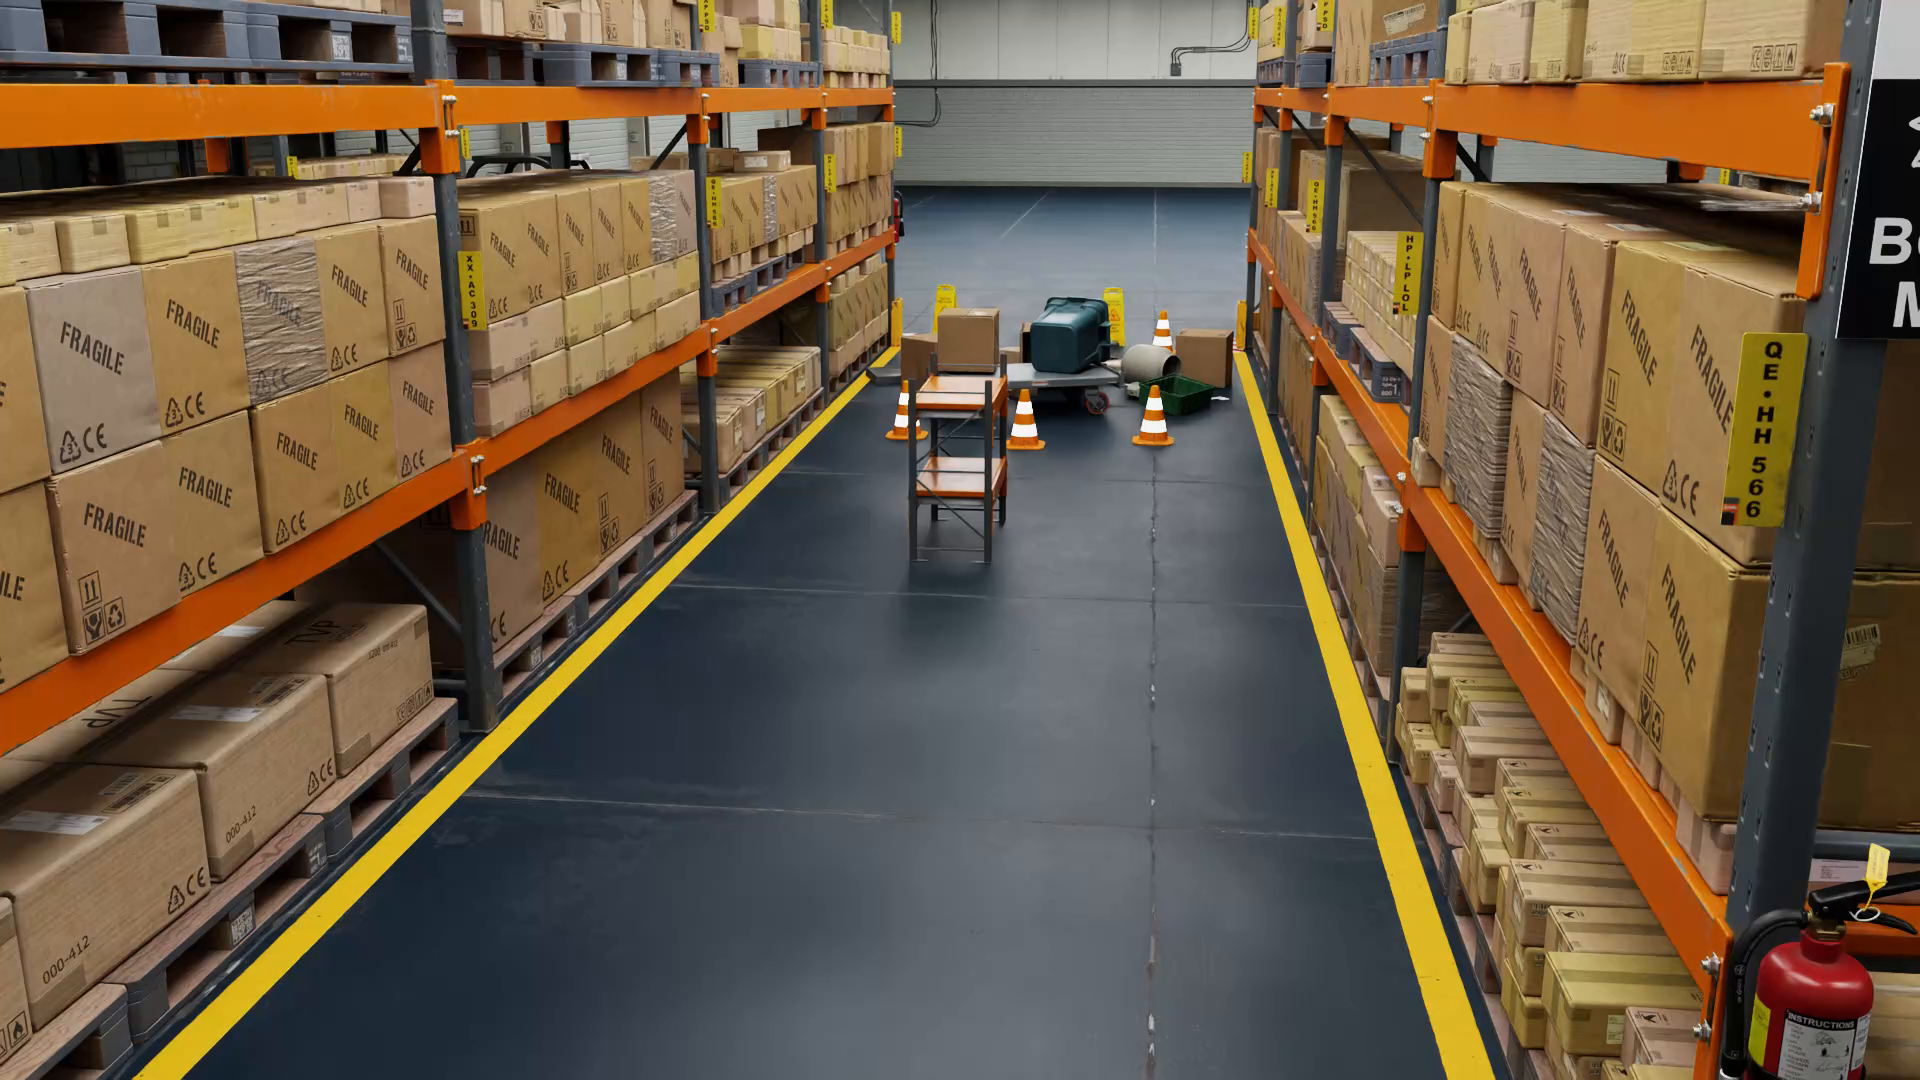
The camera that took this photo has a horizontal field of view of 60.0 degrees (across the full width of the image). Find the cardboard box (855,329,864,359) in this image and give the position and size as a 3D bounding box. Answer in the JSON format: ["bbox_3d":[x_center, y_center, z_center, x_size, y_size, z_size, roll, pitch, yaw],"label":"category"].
[{"bbox_3d":[-1.252,-1.976,16.688,0.500,0.250,0.500,1,15,6],"label":"cardboard box"}]

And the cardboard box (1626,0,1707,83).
[{"bbox_3d":[1.721,-1.081,3.456,0.500,0.250,0.500,2,15,6],"label":"cardboard box"}]

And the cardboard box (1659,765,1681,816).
[{"bbox_3d":[1.704,0.517,3.483,0.380,0.149,0.250,2,15,6],"label":"cardboard box"}]

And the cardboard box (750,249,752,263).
[{"bbox_3d":[-1.787,-2.154,12.559,0.380,0.149,0.250,2,15,8],"label":"cardboard box"}]

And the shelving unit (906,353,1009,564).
[{"bbox_3d":[-0.001,-0.541,10.509,0.538,1.125,1.048,2,15,6],"label":"shelving unit"}]

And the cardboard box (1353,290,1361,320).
[{"bbox_3d":[2.474,-1.354,9.601,0.380,0.149,0.250,2,15,9],"label":"cardboard box"}]

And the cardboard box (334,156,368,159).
[{"bbox_3d":[-6.551,-4.018,17.770,0.380,0.149,0.250,2,15,8],"label":"cardboard box"}]

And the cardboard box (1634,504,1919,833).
[{"bbox_3d":[1.677,0.236,3.280,0.500,0.500,0.500,2,15,7],"label":"cardboard box"}]

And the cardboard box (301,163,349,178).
[{"bbox_3d":[-6.204,-3.604,16.241,0.380,0.149,0.250,2,15,8],"label":"cardboard box"}]

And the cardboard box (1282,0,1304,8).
[{"bbox_3d":[2.961,-4.627,14.237,0.380,0.149,0.250,2,15,6],"label":"cardboard box"}]

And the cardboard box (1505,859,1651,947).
[{"bbox_3d":[1.746,1.023,4.650,0.380,0.149,0.250,2,15,8],"label":"cardboard box"}]

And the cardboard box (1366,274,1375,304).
[{"bbox_3d":[2.418,-1.358,9.046,0.380,0.149,0.250,2,15,6],"label":"cardboard box"}]

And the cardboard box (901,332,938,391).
[{"bbox_3d":[-0.221,-1.712,16.030,0.500,0.500,0.500,-14,20,-42],"label":"cardboard box"}]

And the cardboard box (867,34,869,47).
[{"bbox_3d":[-1.145,-5.135,17.114,0.380,0.149,0.250,2,15,7],"label":"cardboard box"}]

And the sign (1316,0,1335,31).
[{"bbox_3d":[2.234,-3.277,10.145,0.100,0.325,0.005,2,15,6],"label":"sign"}]

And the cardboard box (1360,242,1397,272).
[{"bbox_3d":[2.450,-1.575,9.277,0.380,0.149,0.250,1,15,4],"label":"cardboard box"}]

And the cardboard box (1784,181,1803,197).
[{"bbox_3d":[8.479,-3.213,16.038,0.875,0.500,0.500,2,15,6],"label":"cardboard box"}]

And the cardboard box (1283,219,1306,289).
[{"bbox_3d":[2.794,-2.219,12.931,0.500,0.500,0.500,2,15,6],"label":"cardboard box"}]

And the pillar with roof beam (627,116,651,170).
[{"bbox_3d":[-1.517,-9.590,28.887,9.100,9.000,0.400,2,15,6],"label":"pillar with roof beam"}]

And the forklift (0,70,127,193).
[{"bbox_3d":[-5.469,-1.156,9.323,3.031,2.935,1.130,1,15,3],"label":"forklift"}]

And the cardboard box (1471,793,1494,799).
[{"bbox_3d":[1.956,0.903,5.665,0.380,0.149,0.250,2,15,9],"label":"cardboard box"}]

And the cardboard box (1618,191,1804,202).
[{"bbox_3d":[2.496,-0.895,5.550,0.500,0.500,0.500,1,15,4],"label":"cardboard box"}]

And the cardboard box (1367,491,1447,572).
[{"bbox_3d":[2.166,-0.044,7.625,0.500,0.250,0.500,1,15,5],"label":"cardboard box"}]

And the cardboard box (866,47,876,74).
[{"bbox_3d":[-1.144,-4.830,16.750,0.500,0.250,0.500,2,15,8],"label":"cardboard box"}]

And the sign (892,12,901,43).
[{"bbox_3d":[-0.693,-5.571,18.075,0.100,0.325,0.005,2,15,6],"label":"sign"}]

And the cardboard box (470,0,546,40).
[{"bbox_3d":[-2.209,-2.524,7.506,0.500,0.500,0.500,1,15,5],"label":"cardboard box"}]

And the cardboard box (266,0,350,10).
[{"bbox_3d":[-2.380,-1.939,5.824,0.380,0.149,0.250,2,15,8],"label":"cardboard box"}]

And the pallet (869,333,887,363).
[{"bbox_3d":[-1.377,-2.141,18.177,1.003,0.211,1.213,2,15,6],"label":"pallet"}]

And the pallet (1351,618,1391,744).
[{"bbox_3d":[2.420,0.659,7.820,1.003,0.211,1.213,2,15,6],"label":"pallet"}]

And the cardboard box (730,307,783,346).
[{"bbox_3d":[-1.893,-2.078,15.628,0.500,0.500,0.500,1,15,5],"label":"cardboard box"}]

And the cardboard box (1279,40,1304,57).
[{"bbox_3d":[2.960,-4.242,14.340,0.380,0.149,0.250,2,15,6],"label":"cardboard box"}]

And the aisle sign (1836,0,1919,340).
[{"bbox_3d":[1.576,-0.692,2.496,0.394,0.787,0.004,2,15,6],"label":"aisle sign"}]

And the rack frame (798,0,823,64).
[{"bbox_3d":[-1.693,-5.575,14.042,1.000,3.000,0.127,2,15,6],"label":"rack frame"}]

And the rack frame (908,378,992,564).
[{"bbox_3d":[-0.058,-0.409,10.021,0.500,1.125,0.032,2,15,6],"label":"rack frame"}]

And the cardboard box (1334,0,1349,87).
[{"bbox_3d":[2.456,-2.878,9.623,0.500,0.500,0.500,2,15,6],"label":"cardboard box"}]

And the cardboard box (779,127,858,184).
[{"bbox_3d":[-1.349,-3.594,15.528,0.700,0.500,0.500,2,15,7],"label":"cardboard box"}]

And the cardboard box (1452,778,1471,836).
[{"bbox_3d":[1.988,0.976,5.964,0.380,0.149,0.250,1,15,5],"label":"cardboard box"}]

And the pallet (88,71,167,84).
[{"bbox_3d":[-6.966,-3.613,12.892,1.003,0.211,1.213,2,15,9],"label":"pallet"}]

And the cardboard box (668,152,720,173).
[{"bbox_3d":[-2.118,-2.991,13.168,0.380,0.149,0.250,3,15,9],"label":"cardboard box"}]

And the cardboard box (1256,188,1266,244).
[{"bbox_3d":[3.462,-3.287,16.785,0.875,0.550,0.550,2,15,6],"label":"cardboard box"}]

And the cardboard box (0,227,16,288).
[{"bbox_3d":[-2.619,-0.698,4.147,0.380,0.149,0.250,1,15,4],"label":"cardboard box"}]

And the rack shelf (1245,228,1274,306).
[{"bbox_3d":[3.462,-2.731,16.395,1.077,0.370,4.000,2,15,6],"label":"rack shelf"}]

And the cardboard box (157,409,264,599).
[{"bbox_3d":[-2.563,-0.125,5.187,0.500,0.500,0.500,2,15,8],"label":"cardboard box"}]

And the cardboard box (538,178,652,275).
[{"bbox_3d":[-2.056,-1.769,9.352,0.500,0.500,0.500,2,15,6],"label":"cardboard box"}]

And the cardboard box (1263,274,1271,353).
[{"bbox_3d":[3.580,-2.368,16.940,0.875,0.875,0.875,1,15,5],"label":"cardboard box"}]

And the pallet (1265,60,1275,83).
[{"bbox_3d":[3.479,-4.493,15.953,1.003,0.211,1.213,2,15,6],"label":"pallet"}]

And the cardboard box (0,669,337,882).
[{"bbox_3d":[-2.874,0.821,5.982,0.875,0.438,0.875,1,15,5],"label":"cardboard box"}]

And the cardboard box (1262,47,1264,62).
[{"bbox_3d":[3.245,-4.899,16.771,0.380,0.149,0.250,2,15,7],"label":"cardboard box"}]

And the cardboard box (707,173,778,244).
[{"bbox_3d":[-1.695,-2.549,12.777,0.500,0.500,0.500,1,15,4],"label":"cardboard box"}]

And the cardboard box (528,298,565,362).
[{"bbox_3d":[-2.235,-1.015,8.000,0.500,0.250,0.500,2,15,7],"label":"cardboard box"}]

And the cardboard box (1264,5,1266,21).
[{"bbox_3d":[3.247,-5.286,16.675,0.380,0.149,0.250,2,15,7],"label":"cardboard box"}]

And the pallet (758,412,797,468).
[{"bbox_3d":[-1.915,-0.814,13.268,1.003,0.211,1.213,2,15,6],"label":"pallet"}]

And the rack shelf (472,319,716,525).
[{"bbox_3d":[-2.371,-0.776,9.164,1.077,0.370,4.000,2,15,6],"label":"rack shelf"}]

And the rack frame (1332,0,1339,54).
[{"bbox_3d":[2.785,-4.418,9.763,1.000,3.000,0.127,2,15,6],"label":"rack frame"}]

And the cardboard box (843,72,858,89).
[{"bbox_3d":[-1.182,-4.412,15.965,0.380,0.149,0.250,1,15,5],"label":"cardboard box"}]

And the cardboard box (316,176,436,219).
[{"bbox_3d":[-2.315,-1.359,6.593,0.380,0.149,0.250,1,15,5],"label":"cardboard box"}]

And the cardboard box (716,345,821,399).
[{"bbox_3d":[-1.750,-1.478,14.610,0.950,0.372,0.625,2,15,7],"label":"cardboard box"}]
